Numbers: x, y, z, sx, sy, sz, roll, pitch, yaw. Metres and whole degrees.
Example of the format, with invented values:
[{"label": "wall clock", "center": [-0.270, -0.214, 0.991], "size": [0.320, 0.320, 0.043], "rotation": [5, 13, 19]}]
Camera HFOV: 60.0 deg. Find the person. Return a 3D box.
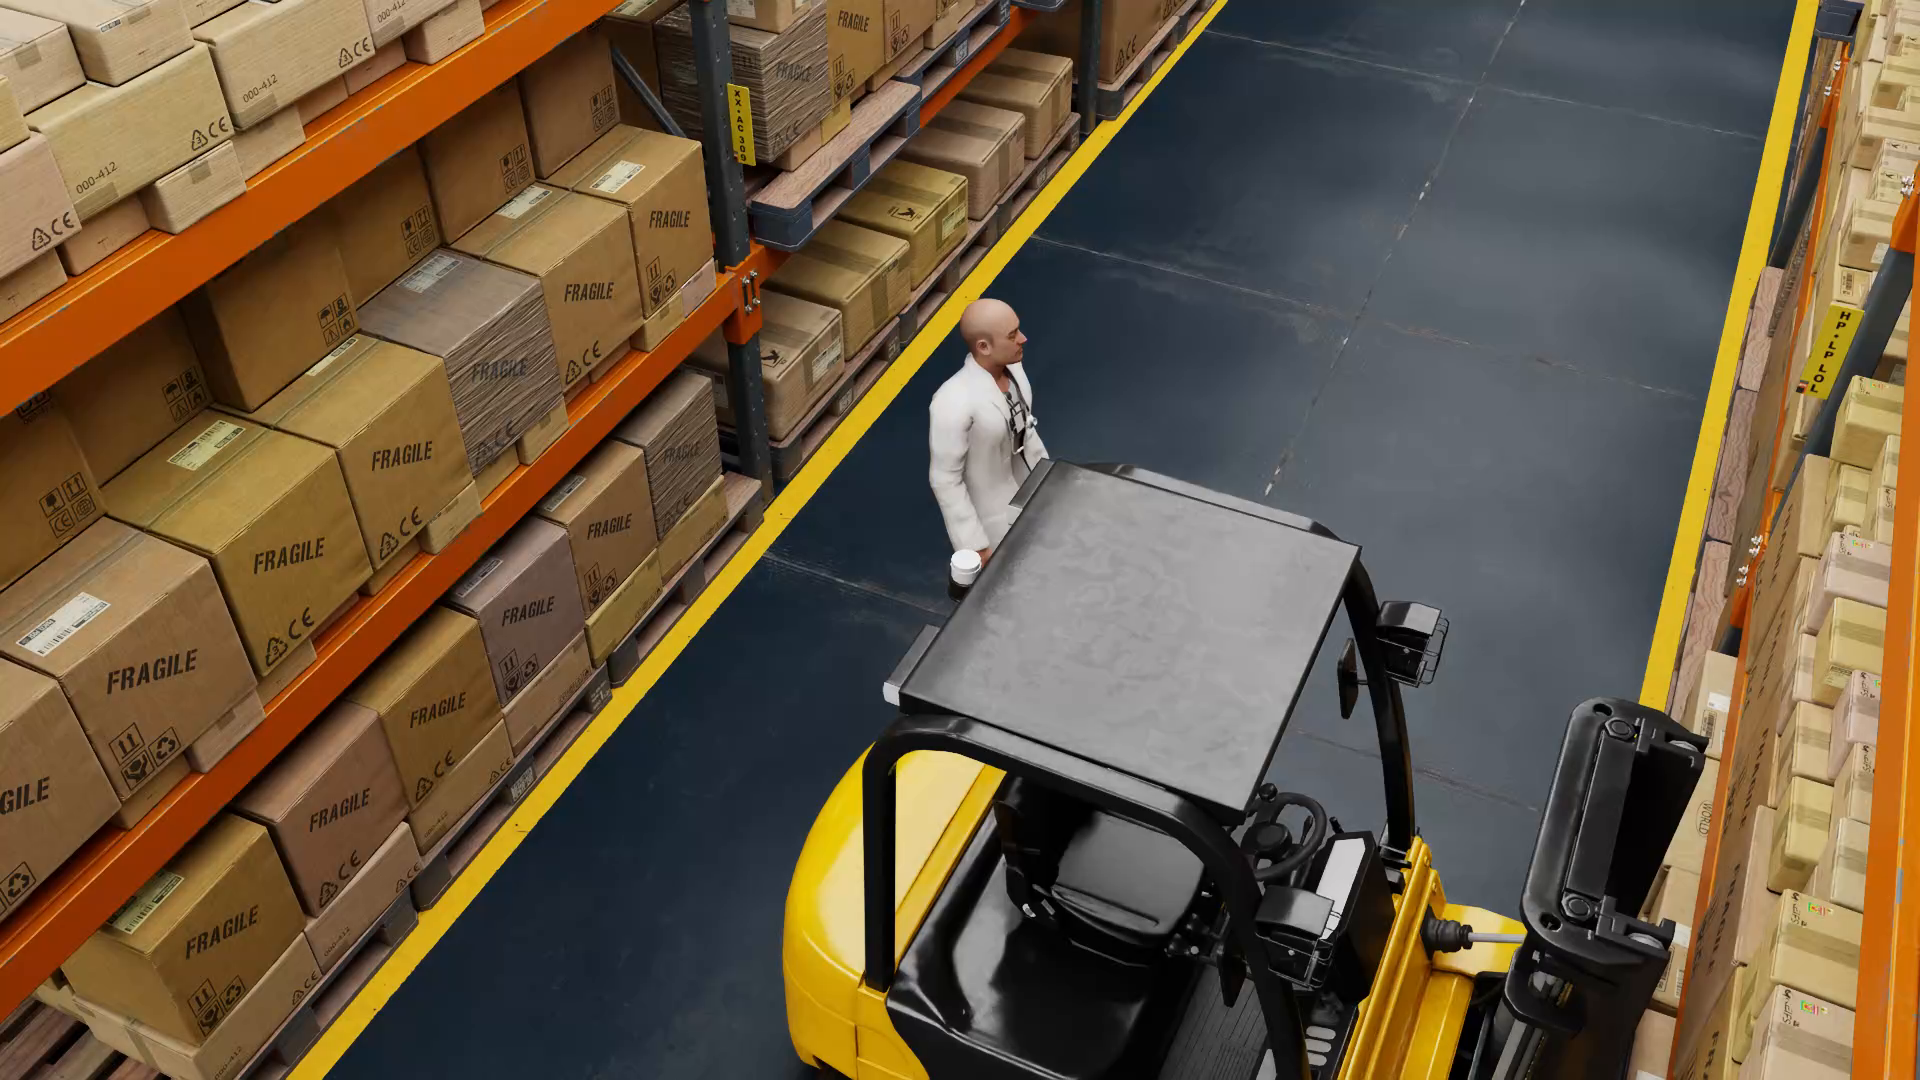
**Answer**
[{"label": "person", "center": [0.226, -0.086, 6.254], "size": [0.581, 1.777, 0.697], "rotation": [17, 44, 19]}]
